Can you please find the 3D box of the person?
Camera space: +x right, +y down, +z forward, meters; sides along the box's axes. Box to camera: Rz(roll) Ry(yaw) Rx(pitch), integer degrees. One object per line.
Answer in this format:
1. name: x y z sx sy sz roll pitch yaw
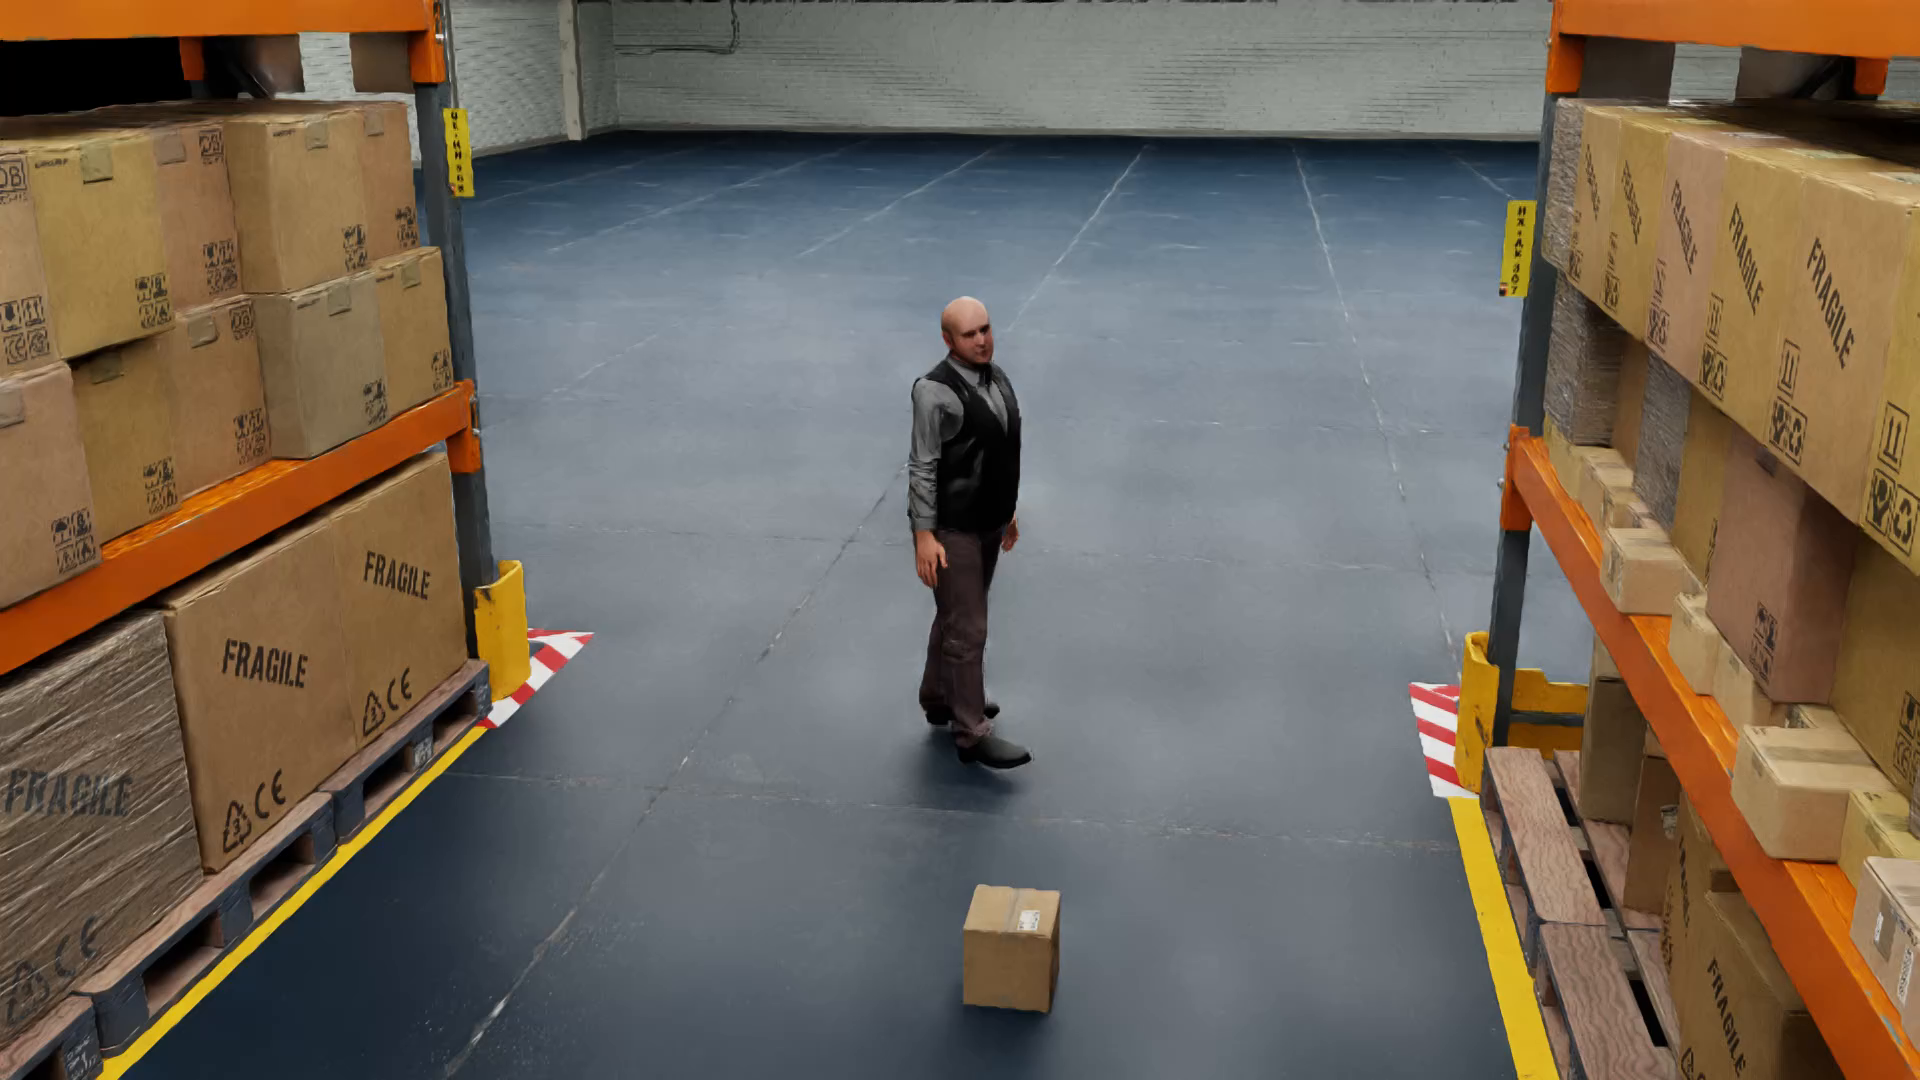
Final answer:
1. person: 0.054 -0.033 6.120 0.584 1.720 0.645 9 20 26
